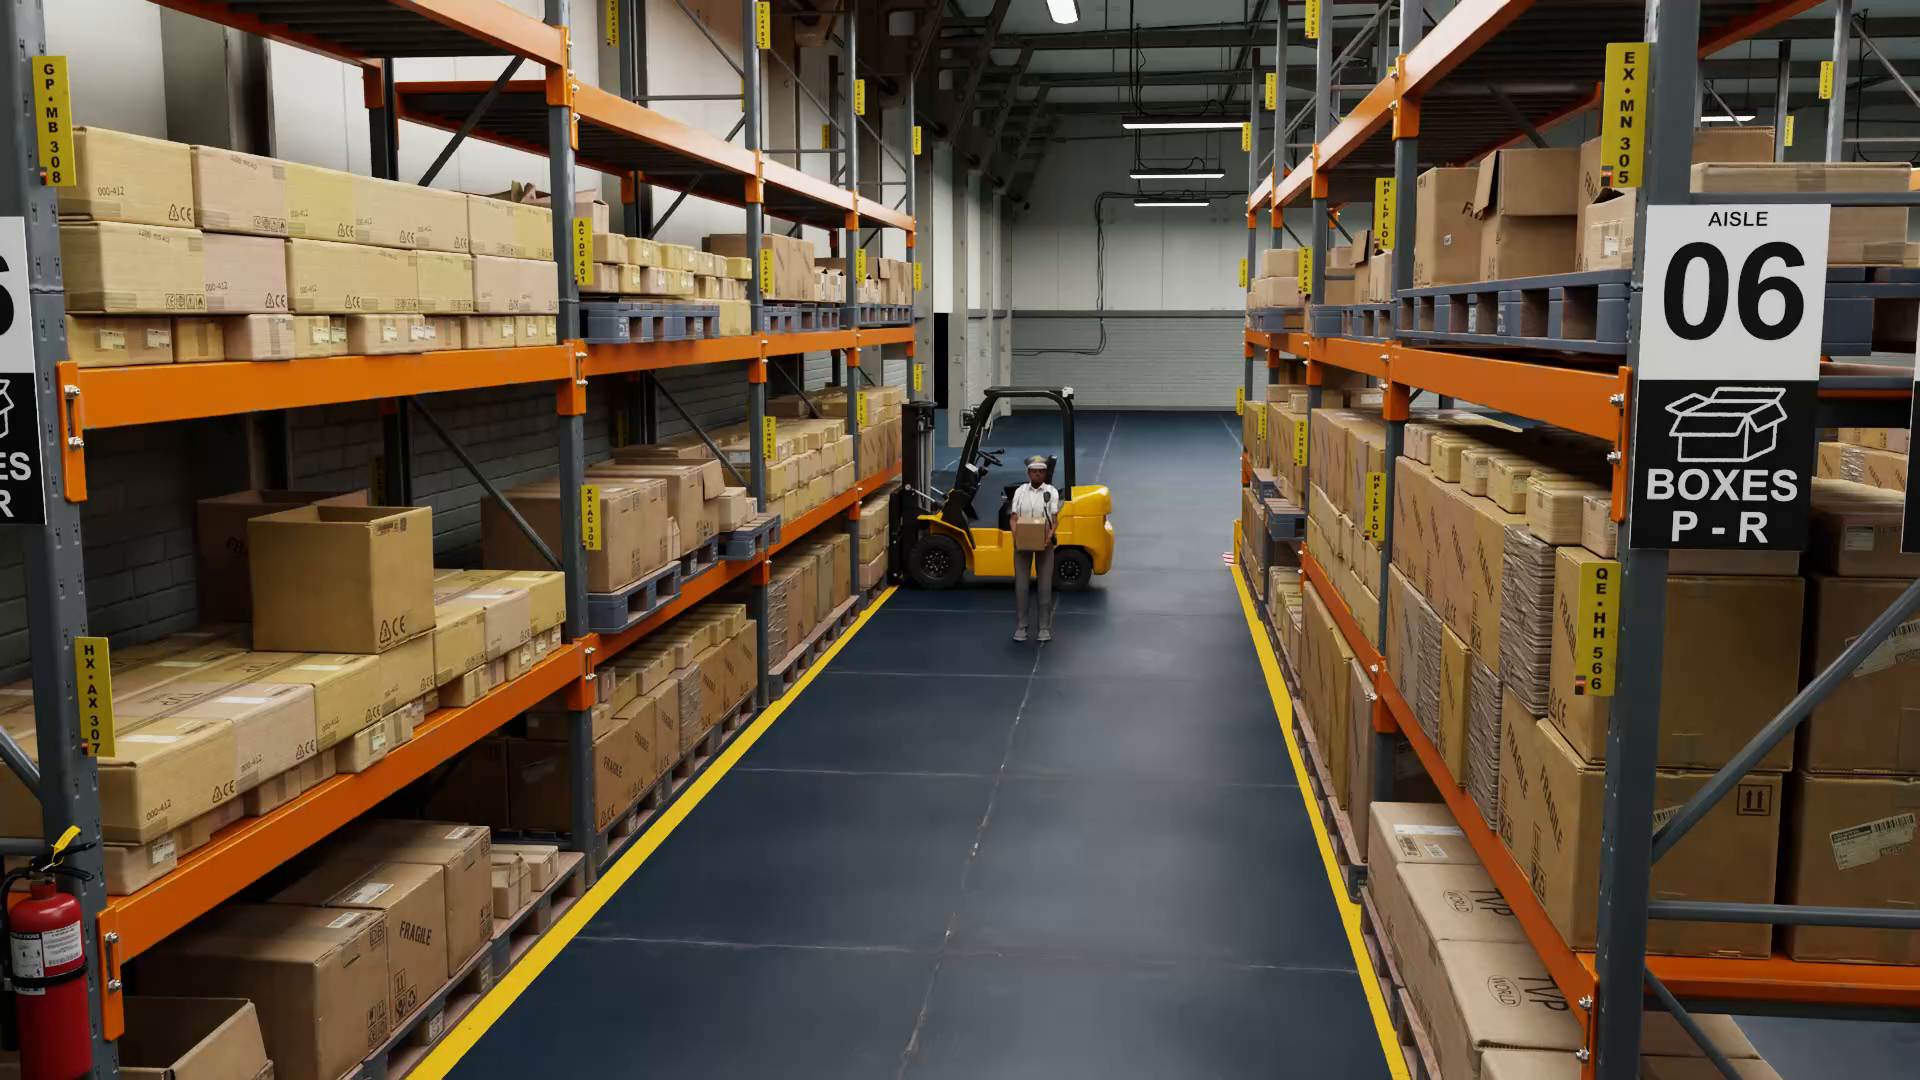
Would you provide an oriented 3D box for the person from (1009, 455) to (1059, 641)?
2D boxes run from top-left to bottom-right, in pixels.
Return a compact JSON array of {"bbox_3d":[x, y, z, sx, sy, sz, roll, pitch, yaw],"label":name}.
[{"bbox_3d":[0.672,0.071,15.180,0.450,1.688,0.539,1,8,7],"label":"person"}]
